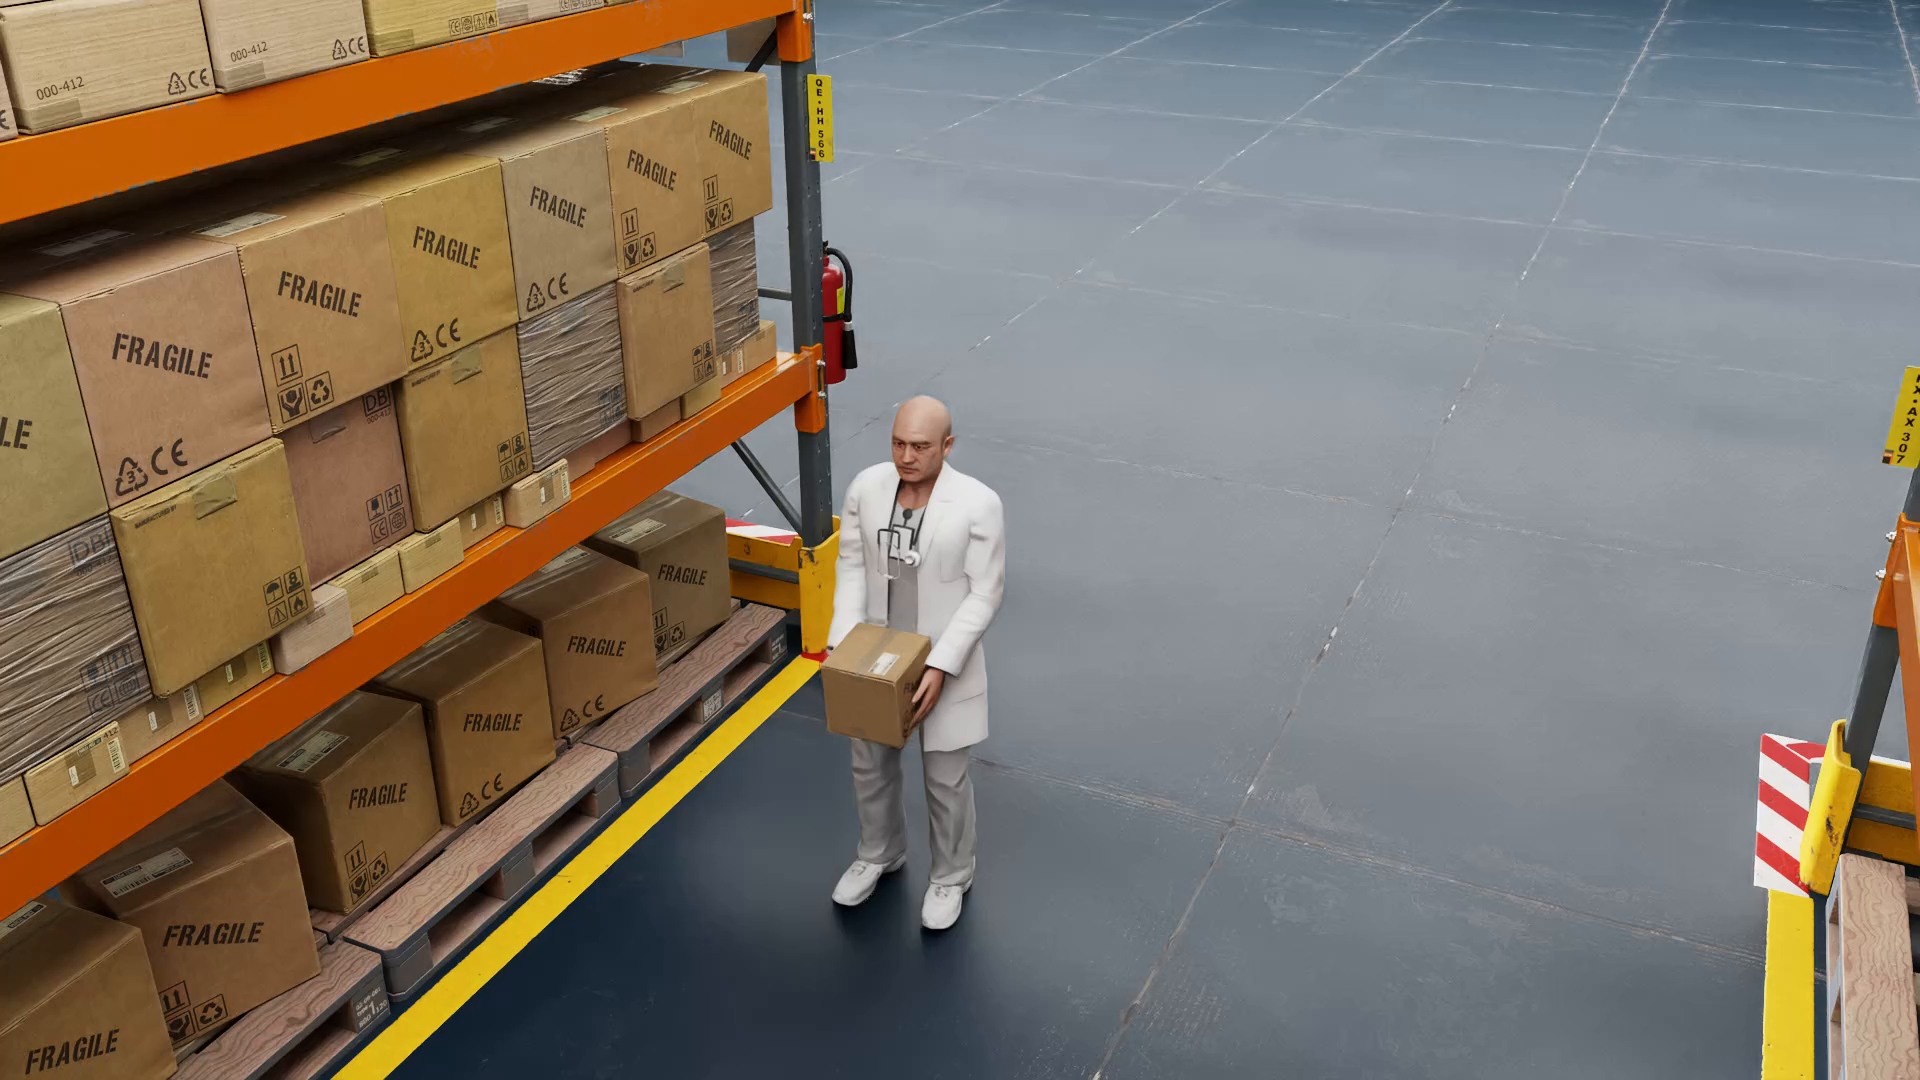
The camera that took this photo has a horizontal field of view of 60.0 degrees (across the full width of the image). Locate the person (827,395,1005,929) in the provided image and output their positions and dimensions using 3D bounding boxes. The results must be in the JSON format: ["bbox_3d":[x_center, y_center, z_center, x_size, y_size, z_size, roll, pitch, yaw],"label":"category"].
[{"bbox_3d":[-0.166,0.417,5.257,0.566,1.782,0.499,11,28,21],"label":"person"}]
